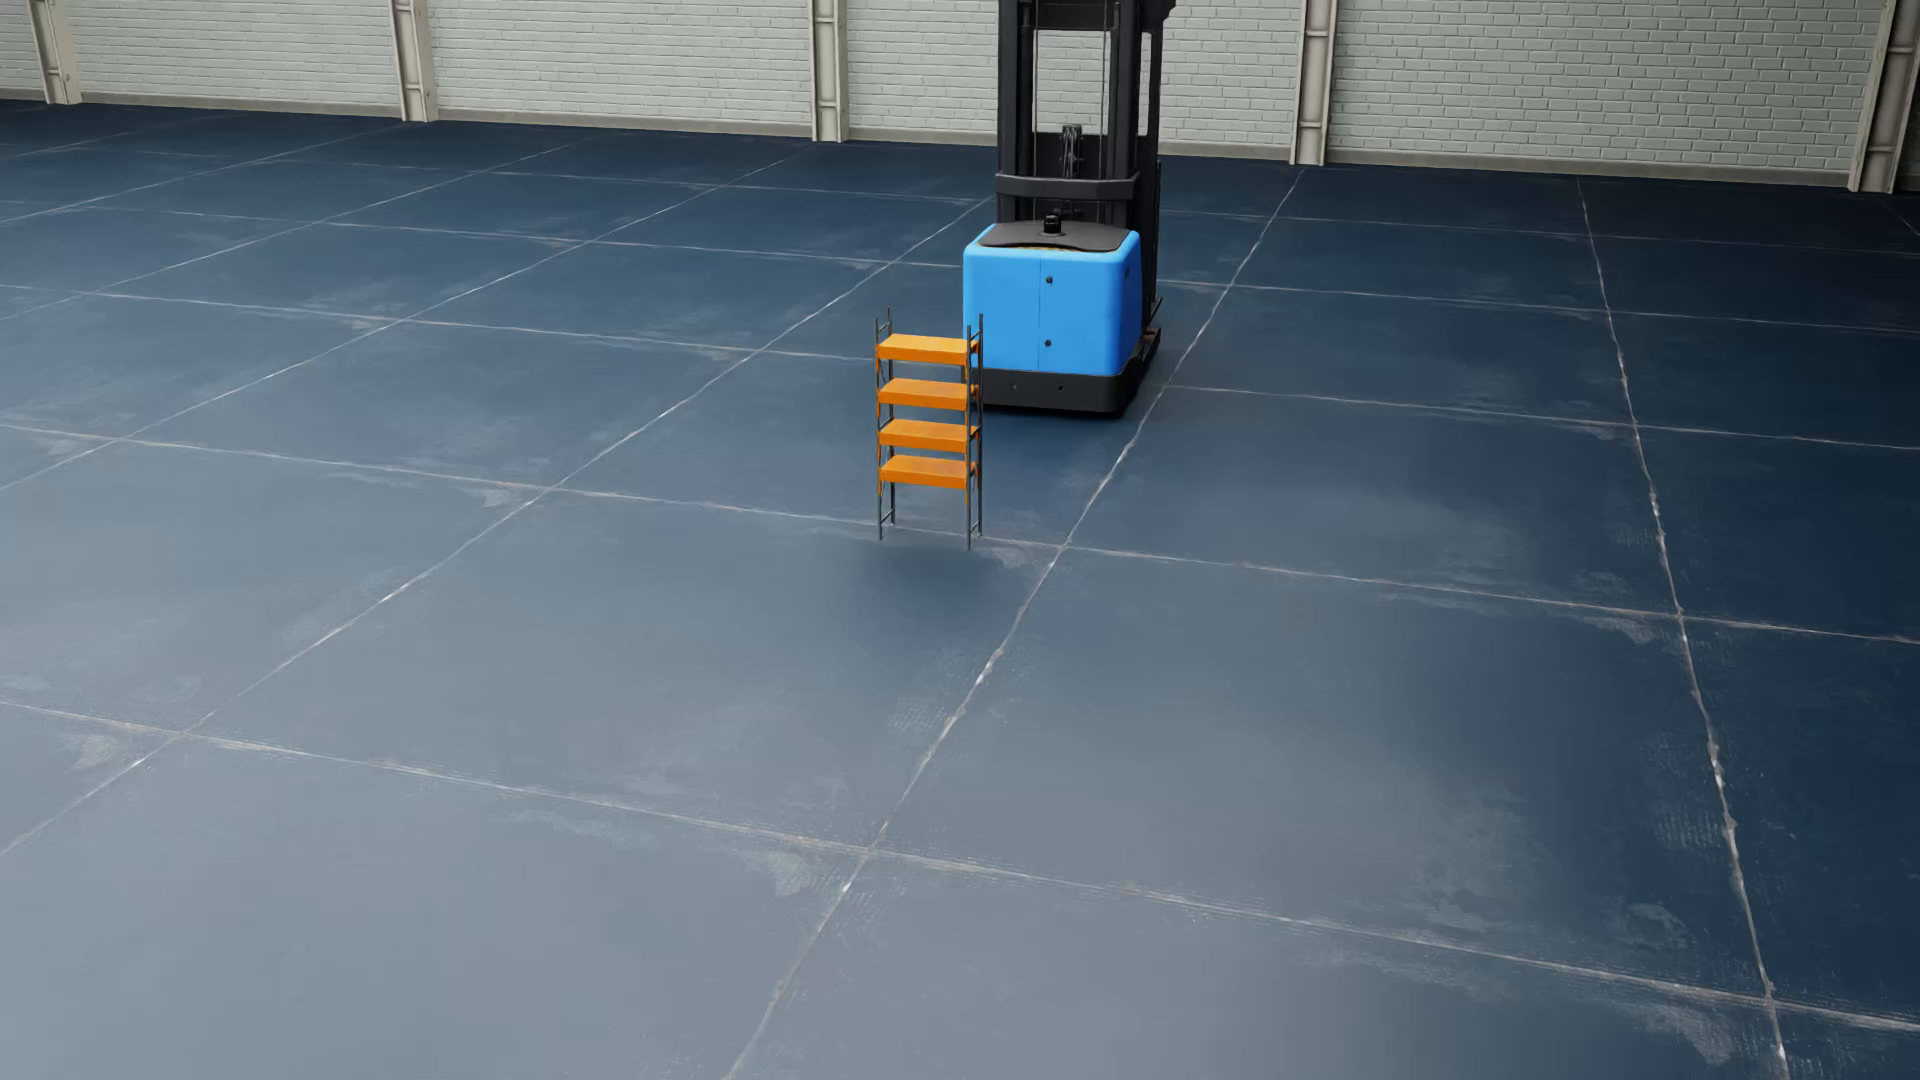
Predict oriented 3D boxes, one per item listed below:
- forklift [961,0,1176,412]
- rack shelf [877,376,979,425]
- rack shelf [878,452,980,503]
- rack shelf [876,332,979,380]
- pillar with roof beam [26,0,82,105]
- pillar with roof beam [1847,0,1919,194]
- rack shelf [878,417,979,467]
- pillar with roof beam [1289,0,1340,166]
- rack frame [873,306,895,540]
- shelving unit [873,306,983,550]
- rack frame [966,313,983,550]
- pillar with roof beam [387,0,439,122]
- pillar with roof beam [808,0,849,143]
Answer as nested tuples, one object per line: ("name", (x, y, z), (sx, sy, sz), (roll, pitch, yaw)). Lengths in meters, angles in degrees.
("forklift", (0.850, -2.696, 11.479), (1.130, 2.935, 3.031), (5, 23, 13))
("rack shelf", (-0.158, -0.718, 8.527), (0.480, 0.148, 0.258), (7, 23, 16))
("rack shelf", (-0.158, -0.327, 8.687), (0.480, 0.148, 0.258), (7, 23, 16))
("rack shelf", (-0.158, -0.937, 8.437), (0.480, 0.148, 0.258), (7, 23, 16))
("pillar with roof beam", (-14.376, -9.015, 18.889), (0.400, 9.000, 9.100), (7, 23, 16))
("pillar with roof beam", (8.601, -6.384, 12.475), (0.400, 9.000, 9.100), (7, 23, 16))
("rack shelf", (-0.158, -0.511, 8.612), (0.480, 0.148, 0.258), (7, 23, 16))
("pillar with roof beam", (2.856, -7.042, 14.079), (0.400, 9.000, 9.100), (7, 23, 16))
("rack frame", (-0.392, -0.600, 8.652), (0.015, 1.200, 0.240), (7, 23, 16))
("shelving unit", (-0.158, -0.573, 8.587), (0.503, 1.200, 0.258), (7, 23, 16))
("rack frame", (0.075, -0.547, 8.521), (0.015, 1.200, 0.240), (7, 23, 16))
("pillar with roof beam", (-8.632, -8.357, 17.286), (0.400, 9.000, 9.100), (7, 23, 16))
("pillar with roof beam", (-2.888, -7.699, 15.682), (0.400, 9.000, 9.100), (7, 23, 16))
